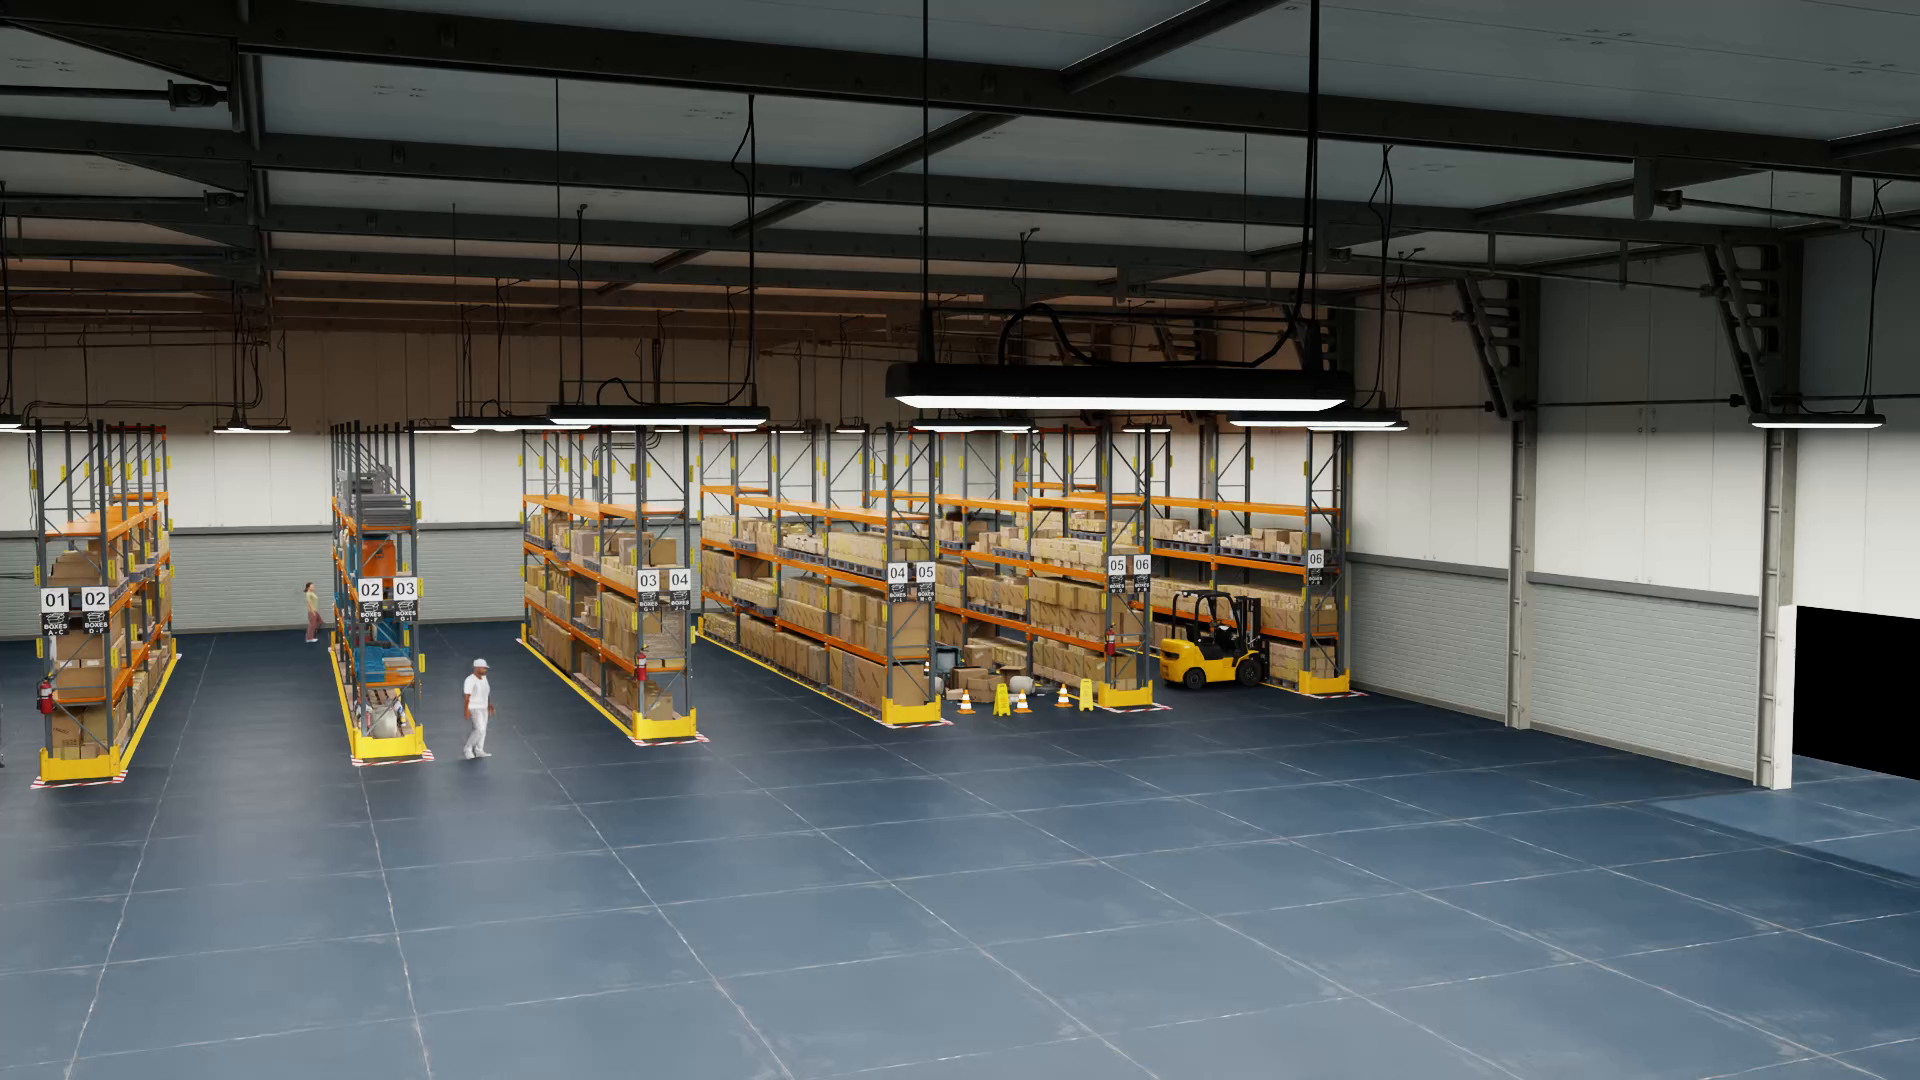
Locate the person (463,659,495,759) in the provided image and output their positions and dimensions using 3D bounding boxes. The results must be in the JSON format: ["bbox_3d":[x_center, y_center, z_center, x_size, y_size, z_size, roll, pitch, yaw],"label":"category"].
[{"bbox_3d":[-8.569,2.998,29.622,0.441,1.767,0.665,1,4,14],"label":"person"}]

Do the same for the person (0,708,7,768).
[{"bbox_3d":[-16.715,3.088,28.603,0.548,1.752,0.607,0,4,6],"label":"person"}]

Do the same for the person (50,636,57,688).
[{"bbox_3d":[-20.275,2.483,37.511,0.506,1.771,0.641,-2,4,-33],"label":"person"}]

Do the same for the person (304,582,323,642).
[{"bbox_3d":[-17.920,1.991,46.092,0.469,1.658,0.459,-1,4,-14],"label":"person"}]
